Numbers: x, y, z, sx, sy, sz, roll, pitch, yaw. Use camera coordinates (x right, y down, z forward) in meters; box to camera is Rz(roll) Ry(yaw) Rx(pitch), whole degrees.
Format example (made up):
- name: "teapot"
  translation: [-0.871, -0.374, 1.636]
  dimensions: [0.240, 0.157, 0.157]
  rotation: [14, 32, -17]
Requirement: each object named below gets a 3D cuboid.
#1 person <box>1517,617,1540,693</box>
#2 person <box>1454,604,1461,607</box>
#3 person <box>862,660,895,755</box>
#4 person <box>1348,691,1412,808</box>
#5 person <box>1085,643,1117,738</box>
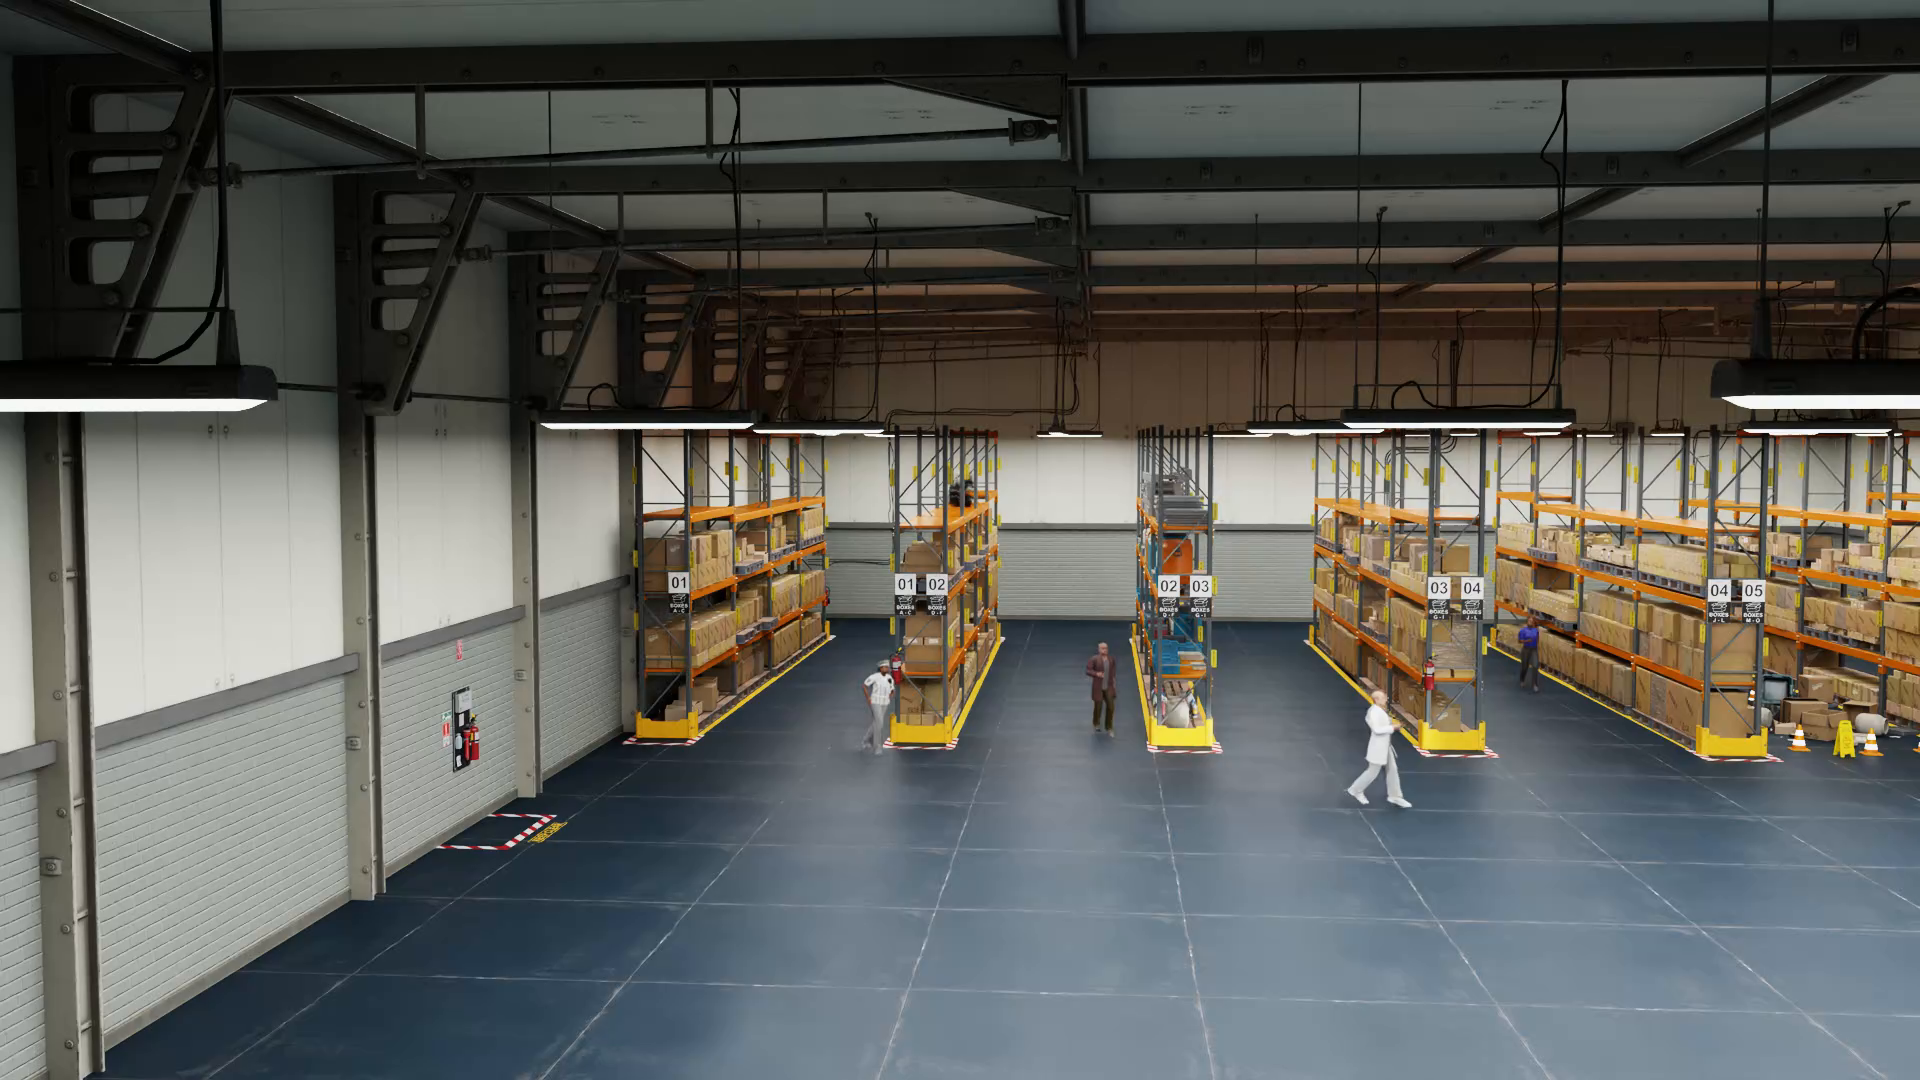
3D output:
- name: "person"
  translation: [12.998, 2.600, 37.955]
  dimensions: [0.570, 1.660, 0.850]
  rotation: [0, 3, 2]
- name: "person"
  translation: [13.460, 2.163, 44.645]
  dimensions: [0.712, 1.817, 0.910]
  rotation: [1, 4, 12]
- name: "person"
  translation: [-1.484, 3.061, 30.615]
  dimensions: [0.574, 1.728, 0.695]
  rotation: [-3, 5, -43]
- name: "person"
  translation: [6.553, 3.241, 25.869]
  dimensions: [0.925, 1.794, 0.698]
  rotation: [2, 4, 29]
- name: "person"
  translation: [2.751, 2.901, 32.257]
  dimensions: [0.689, 1.839, 0.857]
  rotation: [-1, 3, -10]
